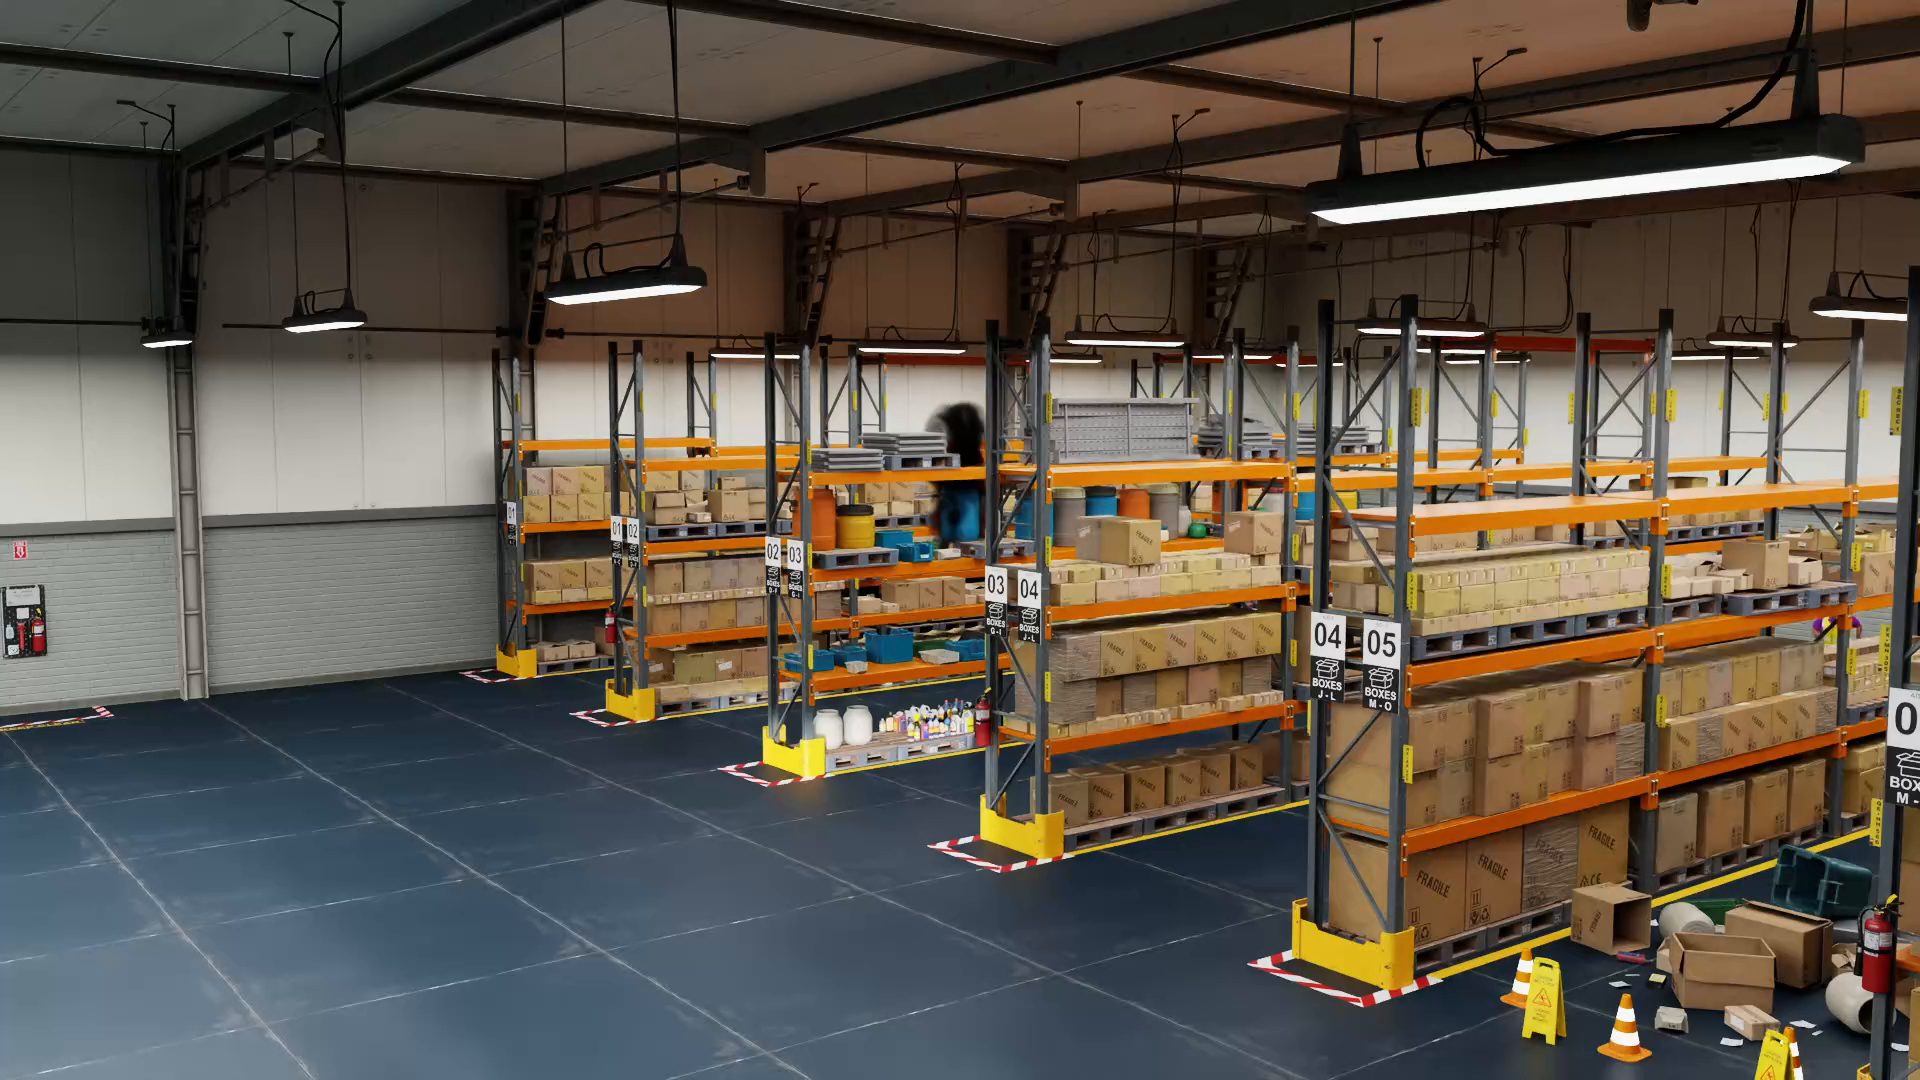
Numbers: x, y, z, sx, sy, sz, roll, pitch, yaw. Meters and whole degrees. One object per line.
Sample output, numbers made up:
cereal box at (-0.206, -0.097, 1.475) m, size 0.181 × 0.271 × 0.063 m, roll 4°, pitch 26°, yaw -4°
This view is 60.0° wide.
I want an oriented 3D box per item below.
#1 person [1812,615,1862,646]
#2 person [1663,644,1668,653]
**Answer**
person at (14.646, 1.843, 27.870) m, size 0.827 × 1.810 × 0.676 m, roll -5°, pitch 7°, yaw -42°
person at (9.984, 2.313, 23.720) m, size 0.776 × 1.499 × 0.841 m, roll 0°, pitch 5°, yaw -4°
